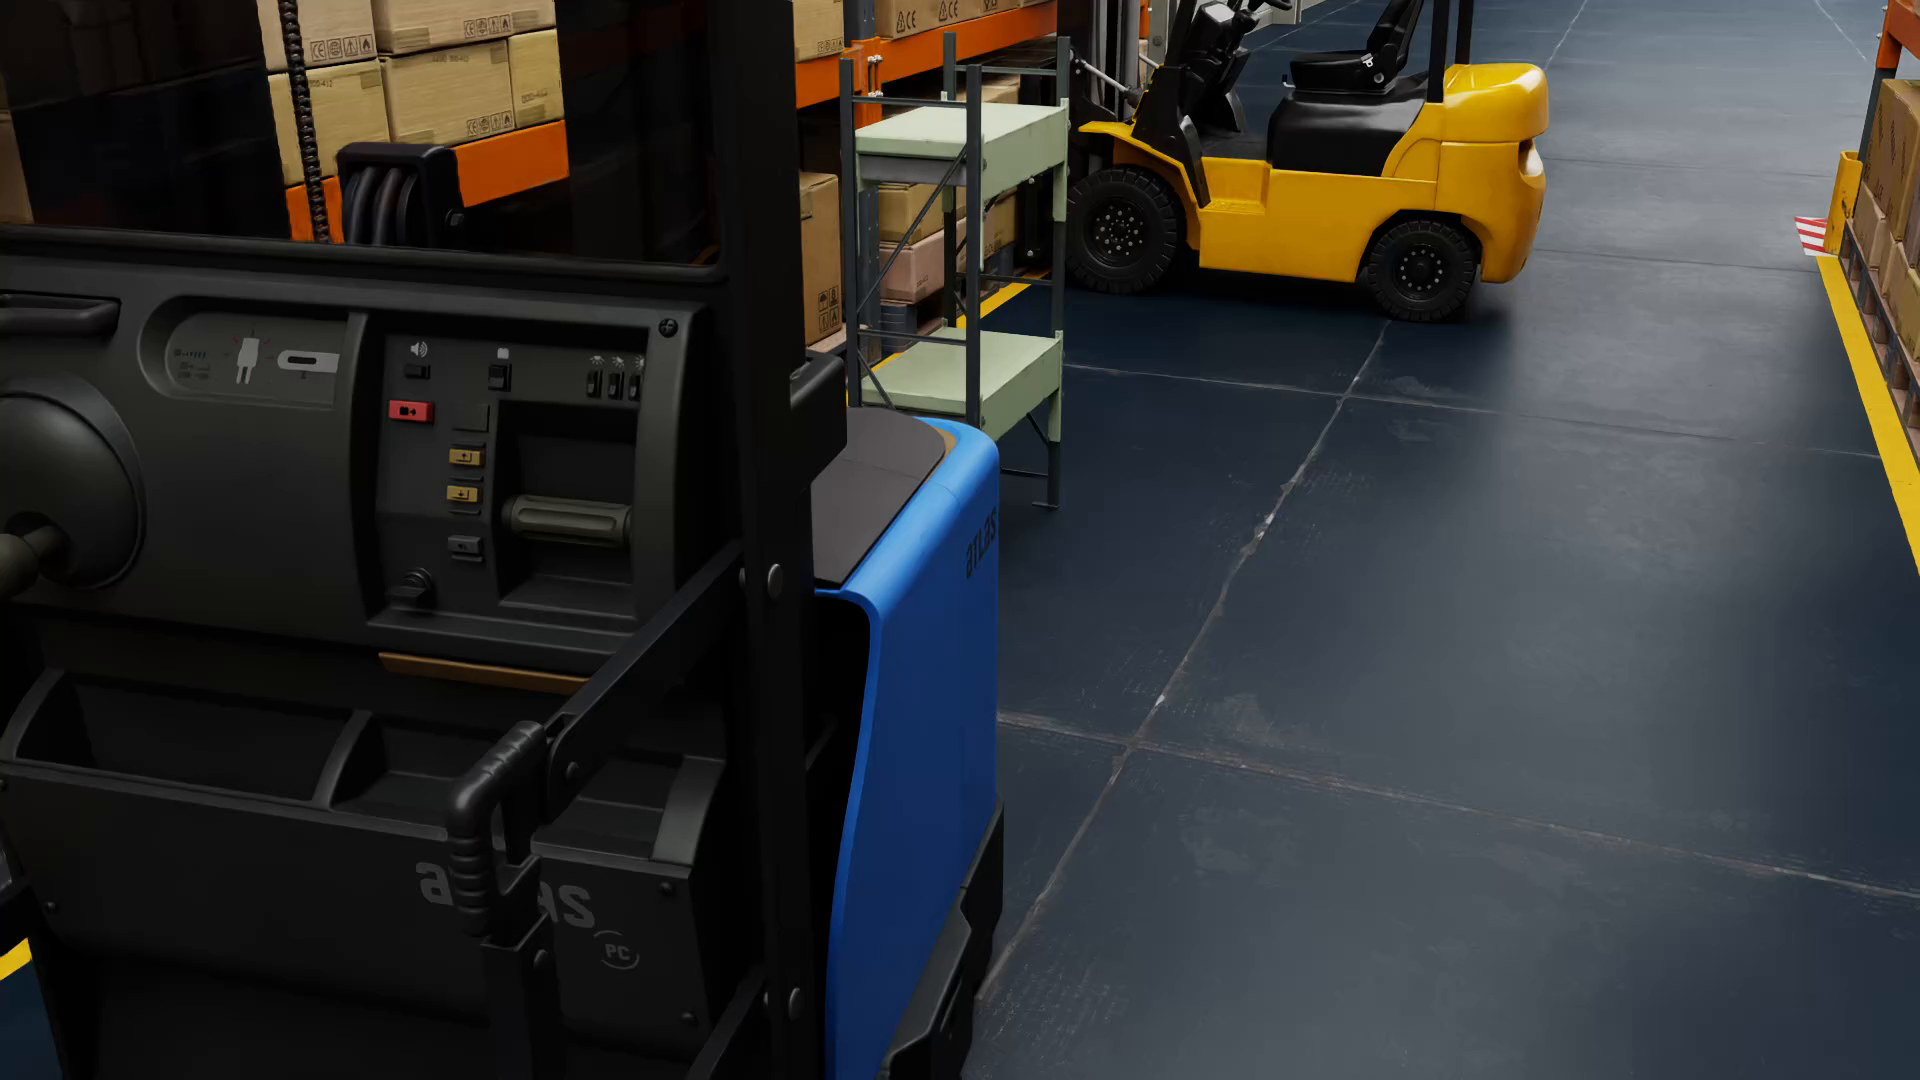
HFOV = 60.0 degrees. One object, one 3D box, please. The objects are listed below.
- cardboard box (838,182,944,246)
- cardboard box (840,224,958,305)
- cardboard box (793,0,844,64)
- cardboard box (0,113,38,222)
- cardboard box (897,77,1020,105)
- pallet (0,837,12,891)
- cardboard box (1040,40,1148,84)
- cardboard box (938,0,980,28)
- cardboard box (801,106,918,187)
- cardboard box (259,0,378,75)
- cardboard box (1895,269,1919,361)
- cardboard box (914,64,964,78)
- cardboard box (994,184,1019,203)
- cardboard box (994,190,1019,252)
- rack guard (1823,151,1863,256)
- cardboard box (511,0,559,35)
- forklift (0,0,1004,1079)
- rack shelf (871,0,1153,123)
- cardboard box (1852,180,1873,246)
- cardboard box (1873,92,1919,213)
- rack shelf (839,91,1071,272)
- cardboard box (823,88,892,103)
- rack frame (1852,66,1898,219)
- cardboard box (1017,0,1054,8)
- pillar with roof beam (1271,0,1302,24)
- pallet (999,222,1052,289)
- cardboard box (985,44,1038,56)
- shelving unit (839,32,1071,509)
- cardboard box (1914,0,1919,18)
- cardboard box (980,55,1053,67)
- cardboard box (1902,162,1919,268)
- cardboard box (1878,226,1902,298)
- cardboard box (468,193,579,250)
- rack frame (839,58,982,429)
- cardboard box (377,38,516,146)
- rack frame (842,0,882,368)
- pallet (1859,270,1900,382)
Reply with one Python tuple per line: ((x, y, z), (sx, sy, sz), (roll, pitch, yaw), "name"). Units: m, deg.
((-0.352, -1.479, 7.272), (0.500, 0.250, 0.500), (9, 24, 20), "cardboard box")
((-0.331, -1.245, 7.361), (0.500, 0.250, 0.500), (9, 24, 21), "cardboard box")
((-0.763, -1.907, 6.119), (0.500, 0.250, 0.500), (9, 24, 21), "cardboard box")
((-1.912, -0.817, 3.509), (0.500, 0.250, 0.500), (9, 24, 20), "cardboard box")
((0.026, -2.070, 8.039), (0.500, 0.250, 0.500), (10, 25, 22), "cardboard box")
((-2.617, 0.786, 3.095), (1.003, 0.211, 1.213), (9, 24, 20), "pallet")
((0.786, -2.802, 9.793), (0.500, 0.250, 0.500), (10, 25, 22), "cardboard box")
((-0.233, -2.550, 7.334), (0.500, 0.500, 0.500), (9, 24, 21), "cardboard box")
((-0.347, -1.709, 7.174), (0.500, 0.250, 0.500), (8, 24, 19), "cardboard box")
((-1.725, -1.227, 3.842), (0.500, 0.250, 0.500), (10, 25, 22), "cardboard box")
((3.950, -0.852, 6.420), (0.500, 0.250, 0.500), (8, 24, 19), "cardboard box")
((-0.262, -2.328, 8.657), (0.500, 0.250, 0.500), (8, 24, 19), "cardboard box")
((0.031, -1.837, 8.131), (0.500, 0.250, 0.500), (9, 24, 20), "cardboard box")
((0.019, -1.615, 8.247), (0.500, 0.250, 0.500), (9, 24, 21), "cardboard box")
((5.249, -1.736, 8.756), (1.175, 0.500, 0.348), (9, 24, 20), "rack guard")
((-1.348, -1.598, 4.730), (0.500, 0.250, 0.500), (9, 24, 21), "cardboard box")
((-0.780, -0.072, 1.620), (1.130, 2.935, 3.031), (6, 23, 13), "forklift")
((-0.075, -2.578, 8.463), (1.077, 0.370, 4.000), (9, 24, 20), "rack shelf")
((4.721, -1.592, 8.193), (0.500, 0.250, 0.500), (9, 24, 20), "cardboard box")
((4.523, -1.742, 7.578), (0.500, 0.500, 0.500), (8, 24, 18), "cardboard box")
((0.002, -1.055, 4.816), (0.431, 0.370, 0.720), (9, 24, 20), "rack shelf")
((-0.641, -1.968, 7.795), (0.500, 0.250, 0.500), (8, 24, 19), "cardboard box")
((5.277, -2.916, 8.340), (1.000, 3.000, 0.127), (9, 24, 20), "rack frame")
((0.161, -2.909, 8.192), (0.500, 0.500, 0.500), (9, 24, 20), "cardboard box")
((8.026, -9.952, 17.399), (9.100, 9.000, 0.400), (9, 24, 20), "pillar with roof beam")
((-0.032, -1.624, 8.864), (1.003, 0.211, 1.213), (9, 24, 20), "pallet")
((0.131, -2.688, 9.518), (0.500, 0.250, 0.500), (9, 24, 20), "cardboard box")
((0.002, -0.694, 4.967), (0.431, 1.500, 0.755), (9, 24, 20), "shelving unit")
((4.568, -2.448, 7.546), (0.380, 0.149, 0.250), (9, 24, 21), "cardboard box")
((0.424, -2.437, 8.918), (0.500, 0.250, 0.500), (9, 24, 21), "cardboard box")
((4.138, -1.371, 6.690), (0.500, 0.500, 0.500), (10, 25, 23), "cardboard box")
((4.333, -1.214, 7.286), (0.500, 0.250, 0.500), (11, 25, 24), "cardboard box")
((-1.297, -0.827, 5.875), (0.875, 0.625, 0.625), (9, 24, 20), "cardboard box")
((-0.133, -0.563, 4.653), (0.400, 1.500, 0.023), (9, 24, 20), "rack frame")
((-1.536, -1.182, 4.382), (0.500, 0.250, 0.500), (8, 24, 18), "cardboard box")
((-0.818, -2.194, 6.611), (1.000, 3.000, 0.127), (9, 24, 20), "rack frame")
((4.460, -0.882, 7.087), (1.003, 0.211, 1.213), (9, 24, 20), "pallet")
